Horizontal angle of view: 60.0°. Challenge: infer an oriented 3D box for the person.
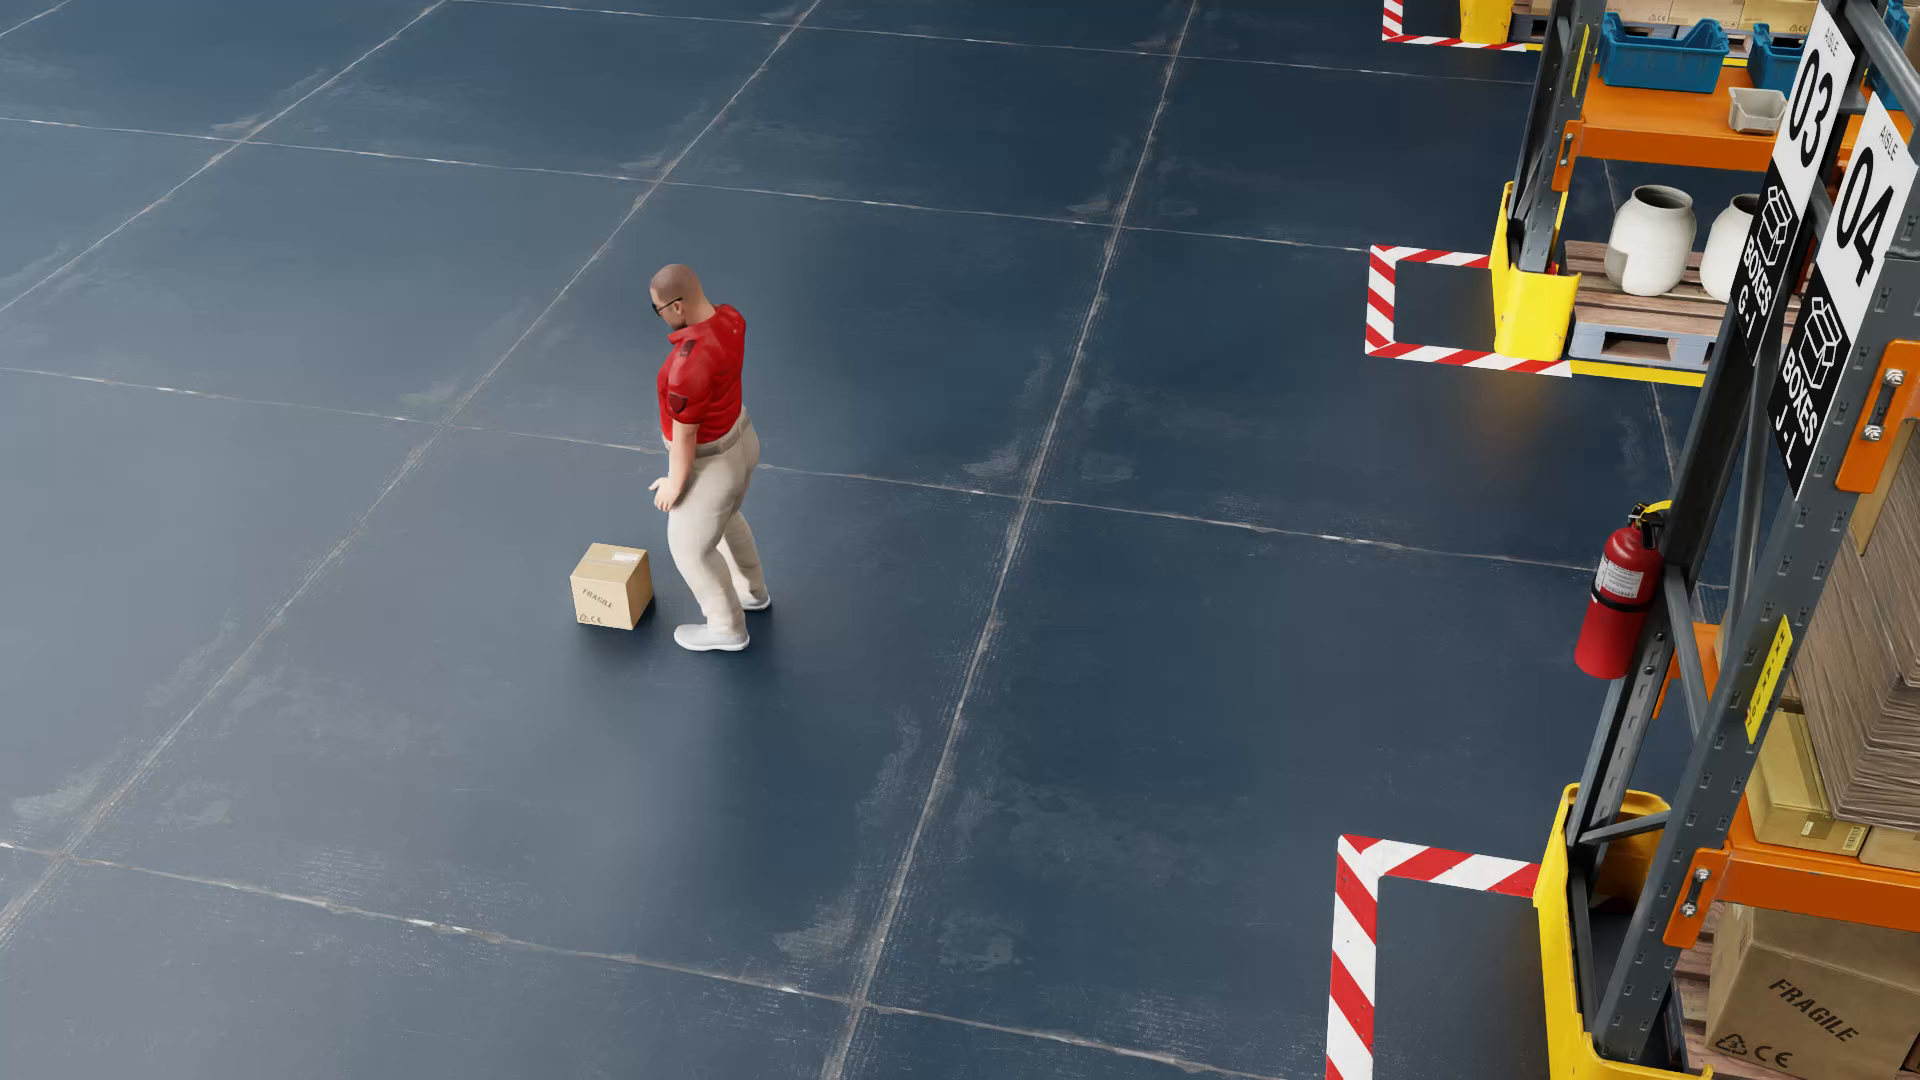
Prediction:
[{"bbox_3d":[-1.008,-0.311,6.607,0.363,1.713,0.538,8,37,11],"label":"person"}]
